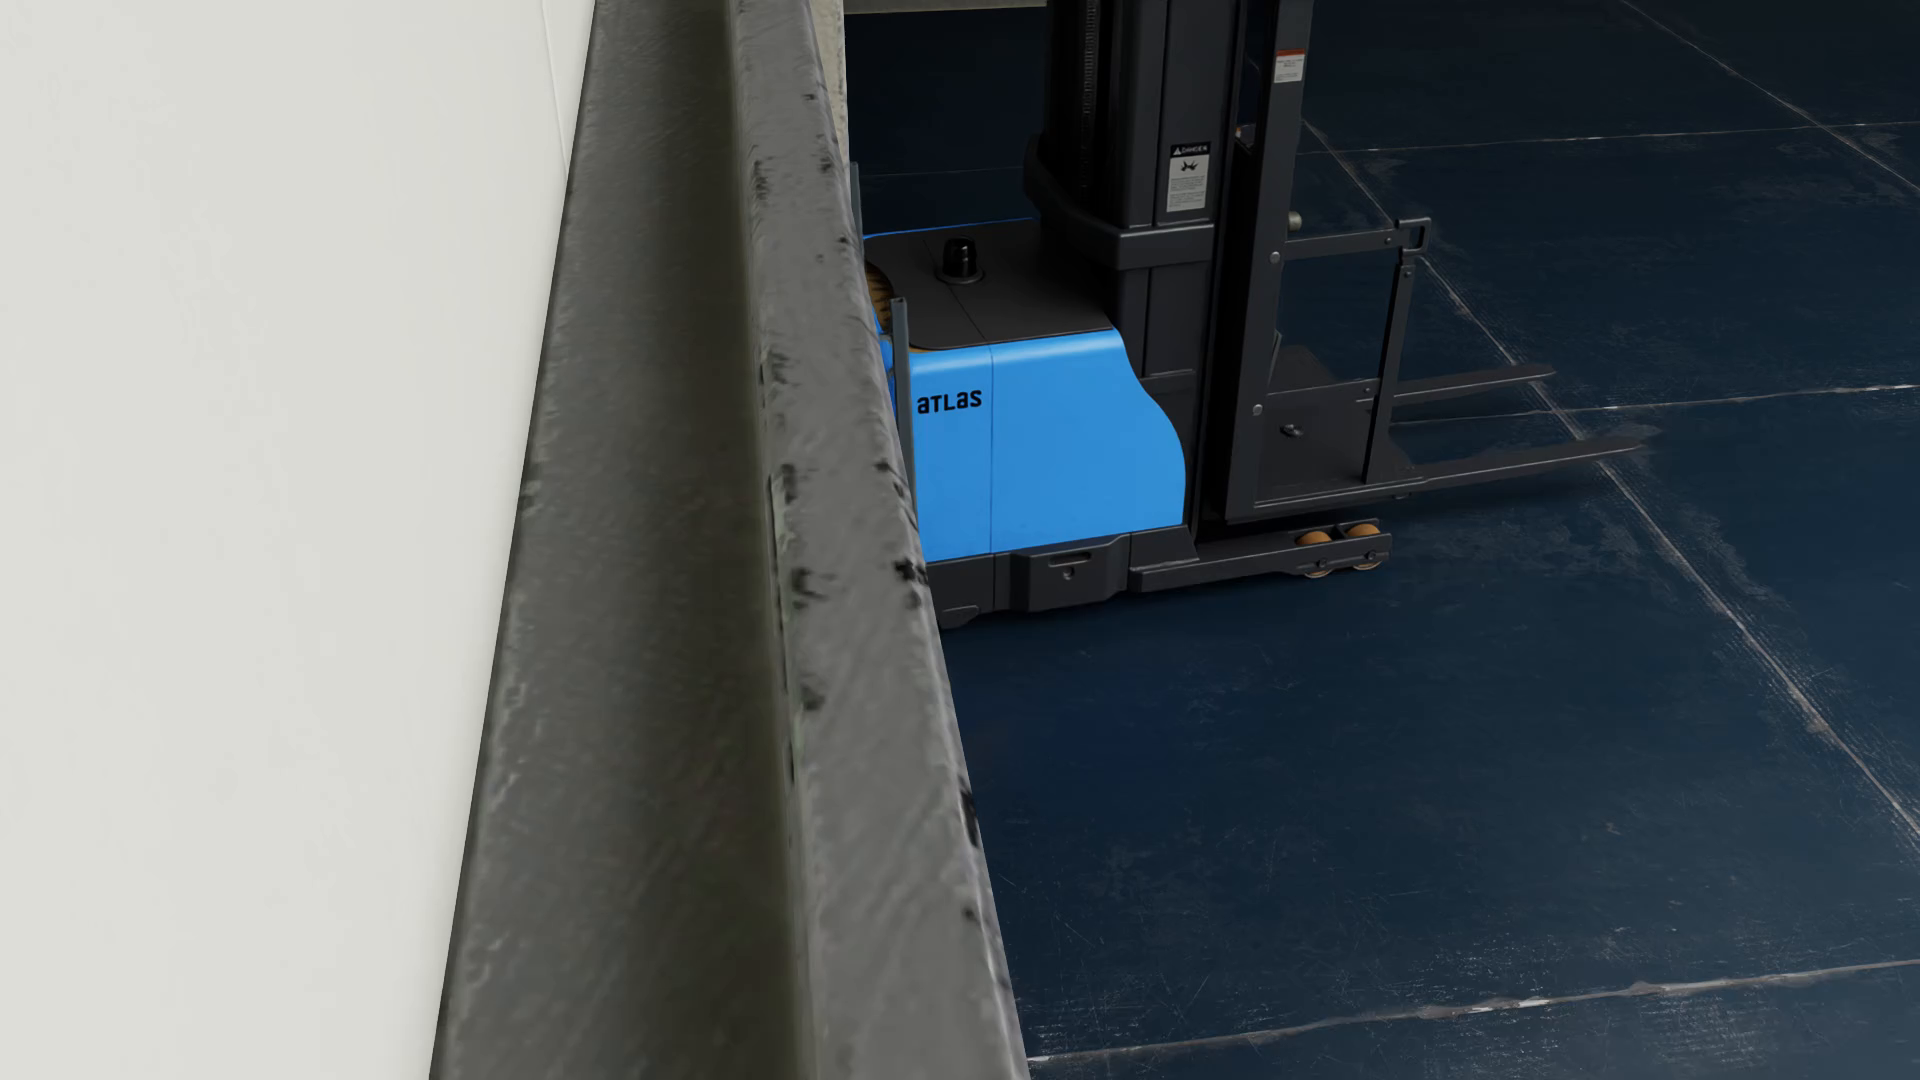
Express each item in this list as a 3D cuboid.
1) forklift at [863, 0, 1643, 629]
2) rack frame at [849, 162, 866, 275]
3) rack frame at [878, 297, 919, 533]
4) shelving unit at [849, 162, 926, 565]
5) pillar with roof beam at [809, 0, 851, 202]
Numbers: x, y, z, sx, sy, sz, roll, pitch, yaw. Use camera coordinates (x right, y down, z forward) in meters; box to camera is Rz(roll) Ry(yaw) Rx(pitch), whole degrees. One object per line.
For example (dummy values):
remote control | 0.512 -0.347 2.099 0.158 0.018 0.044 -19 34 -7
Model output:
forklift | 1.077 -1.352 5.632 3.031 2.935 1.130 -9 35 -12
rack frame | -0.550 -0.549 5.686 0.500 1.500 0.032 -7 34 -7
rack frame | -0.369 0.007 4.854 0.500 1.500 0.032 -7 34 -7
shelving unit | -0.458 -0.266 5.263 0.587 1.500 1.083 -7 34 -7
pillar with roof beam | 3.909 -2.664 2.168 9.100 9.000 0.400 -4 35 -6
